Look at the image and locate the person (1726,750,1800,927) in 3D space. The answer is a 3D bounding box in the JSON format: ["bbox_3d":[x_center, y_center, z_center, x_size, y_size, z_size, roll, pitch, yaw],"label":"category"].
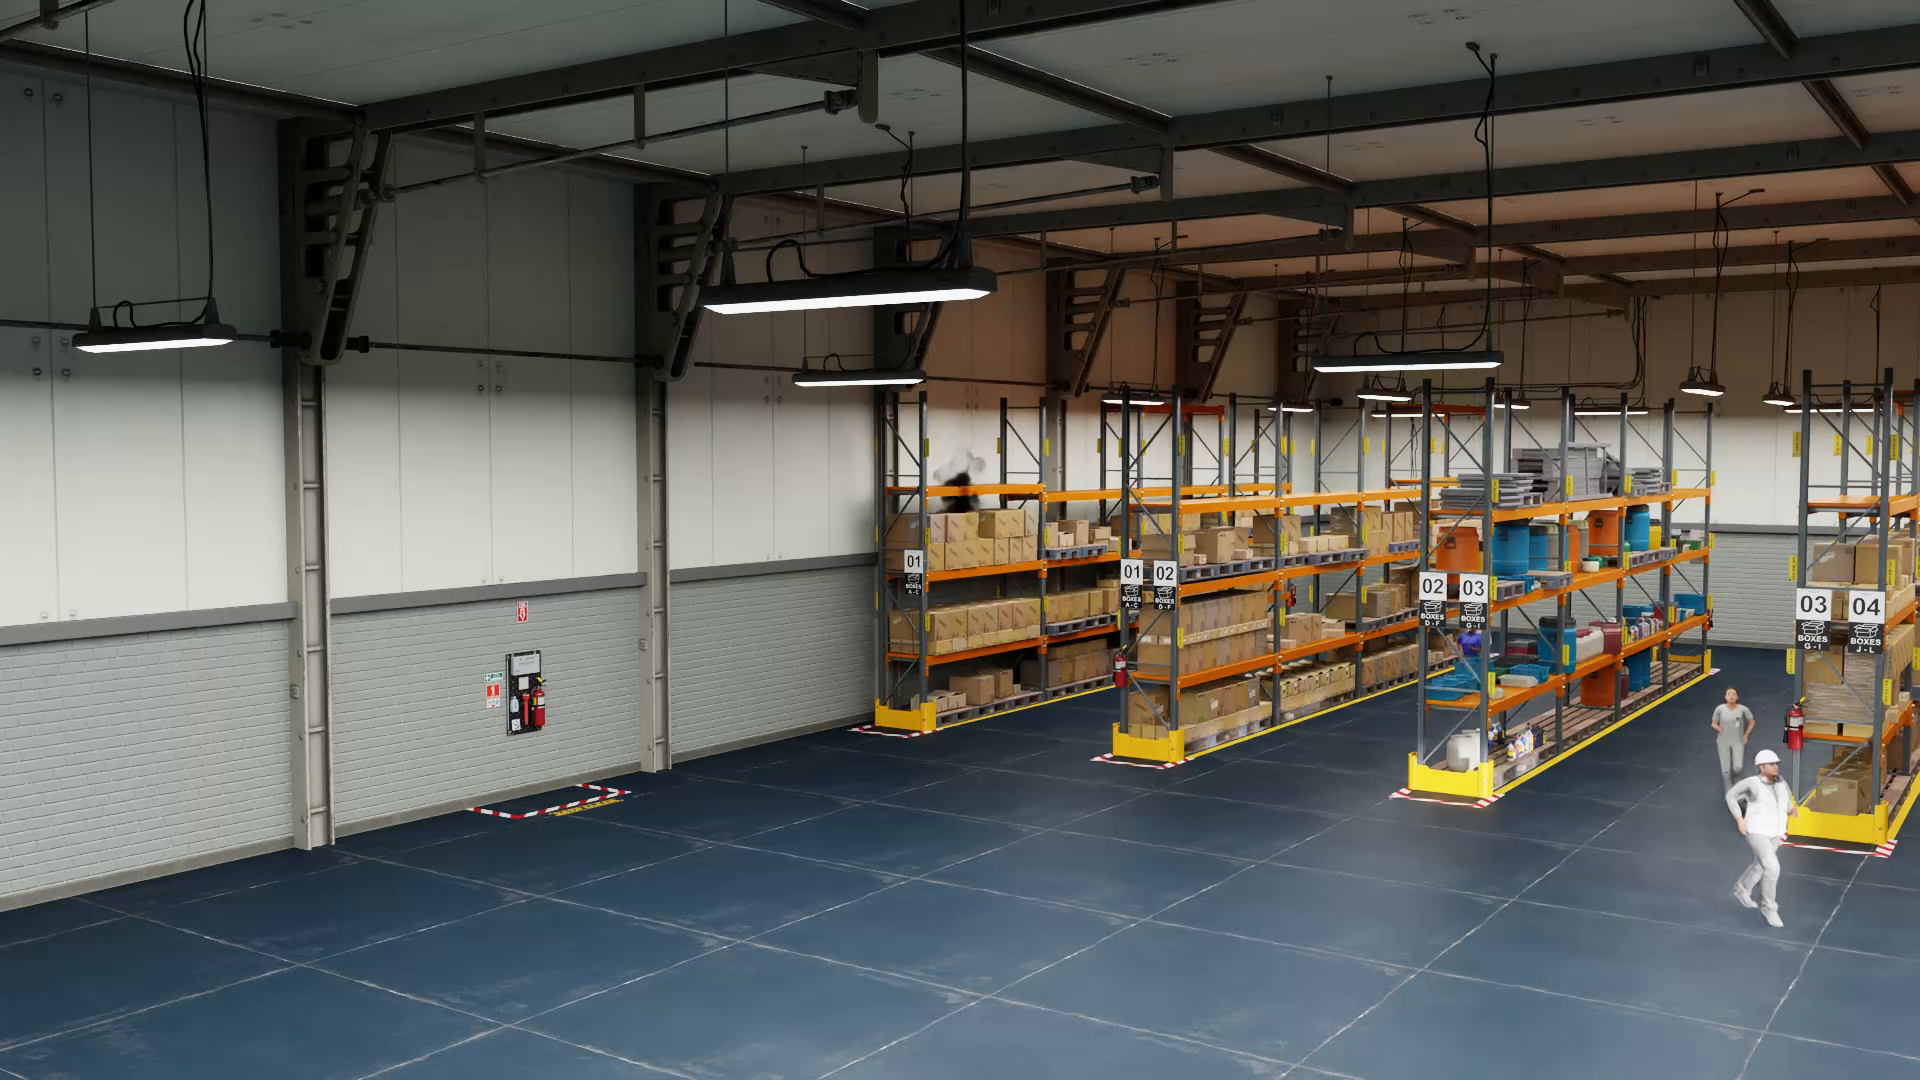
[{"bbox_3d":[8.570,3.137,17.730,0.644,1.822,0.793,-1,3,-22],"label":"person"}]

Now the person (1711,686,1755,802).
[{"bbox_3d":[10.842,2.874,23.364,0.544,1.629,0.605,2,4,29],"label":"person"}]

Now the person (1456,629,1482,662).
[{"bbox_3d":[9.836,2.380,32.044,0.562,1.682,0.885,1,3,22],"label":"person"}]

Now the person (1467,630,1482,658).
[{"bbox_3d":[10.355,2.354,33.408,0.558,1.584,0.750,2,4,27],"label":"person"}]
